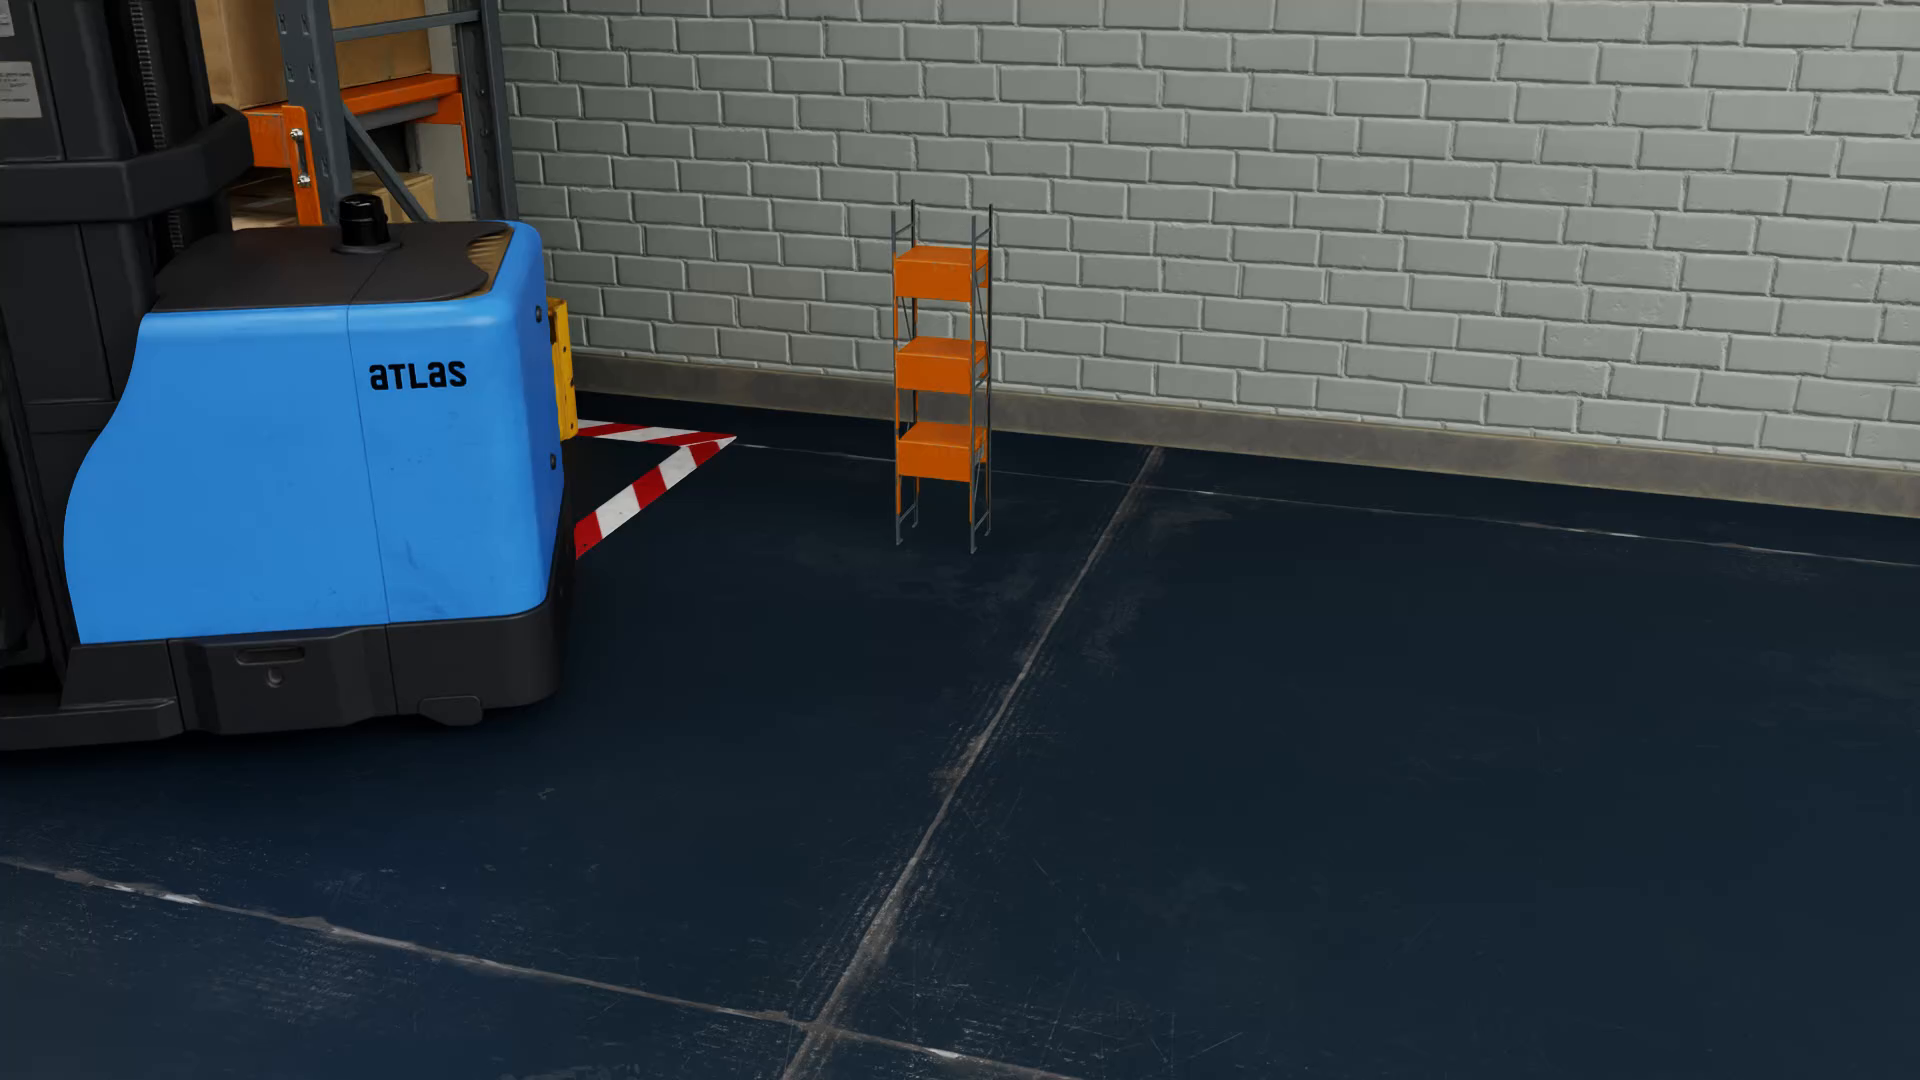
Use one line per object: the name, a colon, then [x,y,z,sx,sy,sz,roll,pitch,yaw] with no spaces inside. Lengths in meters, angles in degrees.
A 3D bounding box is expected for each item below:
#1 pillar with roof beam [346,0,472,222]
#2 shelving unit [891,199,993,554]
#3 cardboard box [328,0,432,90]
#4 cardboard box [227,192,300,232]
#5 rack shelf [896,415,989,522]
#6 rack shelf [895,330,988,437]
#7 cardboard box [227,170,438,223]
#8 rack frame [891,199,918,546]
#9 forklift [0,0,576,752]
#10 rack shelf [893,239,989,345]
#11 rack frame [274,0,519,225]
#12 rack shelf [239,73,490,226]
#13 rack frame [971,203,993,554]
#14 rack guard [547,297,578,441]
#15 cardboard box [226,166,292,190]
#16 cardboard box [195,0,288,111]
pillar with roof beam: [-3.426,-3.231,1.290,0.400,9.000,9.100,7,23,16]
shelving unit: [-0.051,-0.492,5.085,0.252,1.050,0.215,7,23,16]
cardboard box: [-2.170,-1.818,5.617,0.500,0.500,0.500,7,23,17]
cardboard box: [-2.307,-0.938,5.356,0.500,0.250,0.500,7,23,17]
rack shelf: [-0.051,-0.225,5.195,0.240,0.259,0.215,7,23,16]
rack shelf: [-0.051,-0.482,5.089,0.240,0.259,0.215,7,23,16]
cardboard box: [-2.182,-1.122,5.806,0.500,0.250,0.500,6,23,15]
rack frame: [-0.168,-0.505,5.118,0.008,1.050,0.200,7,23,16]
forklift: [-2.572,-0.989,3.819,3.031,2.935,1.130,-4,23,-9]
rack shelf: [-0.051,-0.744,4.981,0.240,0.259,0.215,7,23,16]
rack frame: [-1.776,-1.616,5.257,0.127,3.000,1.000,7,23,16]
rack shelf: [-3.691,-1.502,5.928,4.000,0.370,1.077,7,23,16]
rack frame: [0.066,-0.478,5.052,0.008,1.050,0.200,7,23,16]
rack guard: [-1.753,-0.457,5.725,0.348,0.500,1.175,7,23,16]
cardboard box: [-2.661,-1.176,5.936,0.500,0.250,0.500,7,23,16]
cardboard box: [-2.323,-1.621,5.137,0.500,0.500,0.500,6,23,14]
